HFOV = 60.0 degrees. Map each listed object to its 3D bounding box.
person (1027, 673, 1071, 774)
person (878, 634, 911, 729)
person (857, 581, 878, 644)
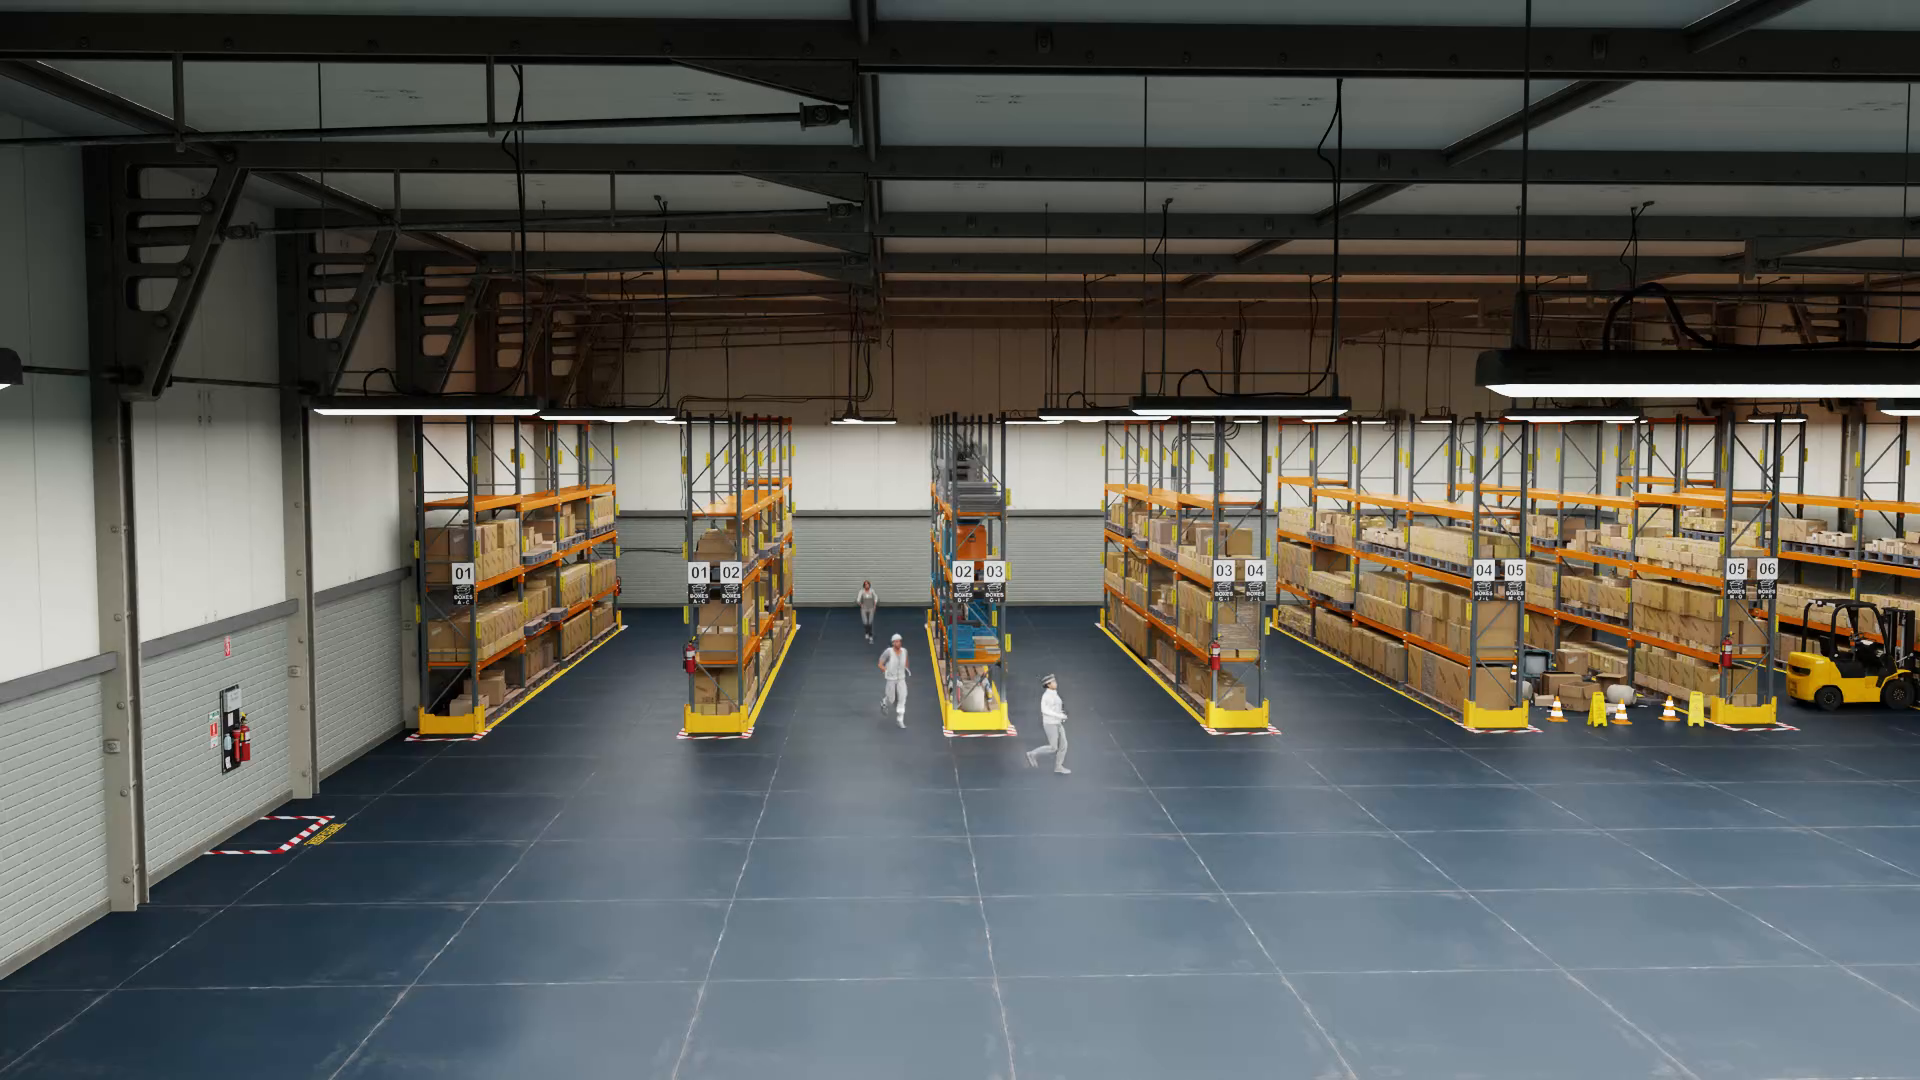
[{"bbox_3d":[1.487,3.022,27.475,0.727,1.656,0.623,1,4,18],"label":"person"},{"bbox_3d":[-1.248,2.680,31.915,0.665,1.769,0.988,-2,4,-24],"label":"person"},{"bbox_3d":[-2.387,1.847,42.559,0.523,1.619,0.637,0,4,-2],"label":"person"}]
